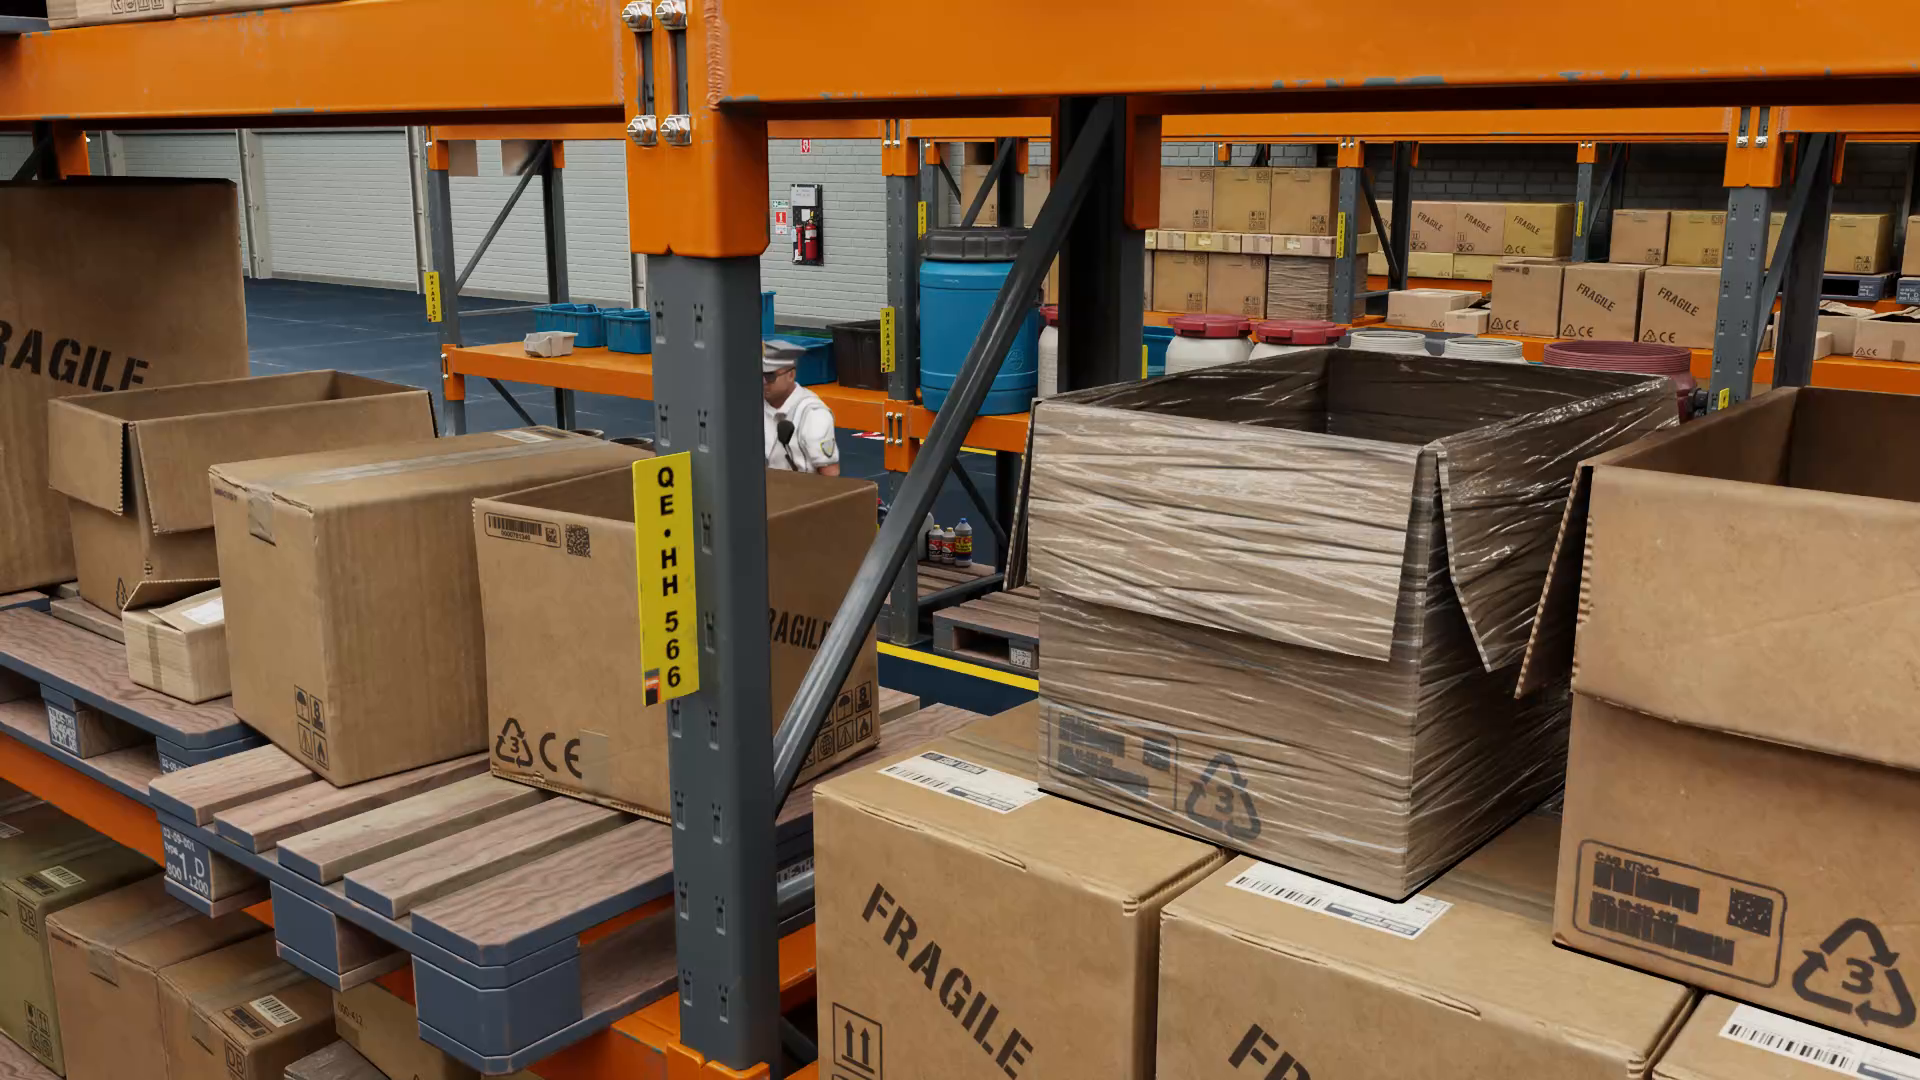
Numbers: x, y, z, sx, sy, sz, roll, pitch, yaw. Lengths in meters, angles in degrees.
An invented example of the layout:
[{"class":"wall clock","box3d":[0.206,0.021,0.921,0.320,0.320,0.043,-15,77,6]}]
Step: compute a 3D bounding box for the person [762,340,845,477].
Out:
[{"class":"person","box3d":[-0.797,-0.064,7.742,0.604,1.747,0.445,9,16,34]}]
